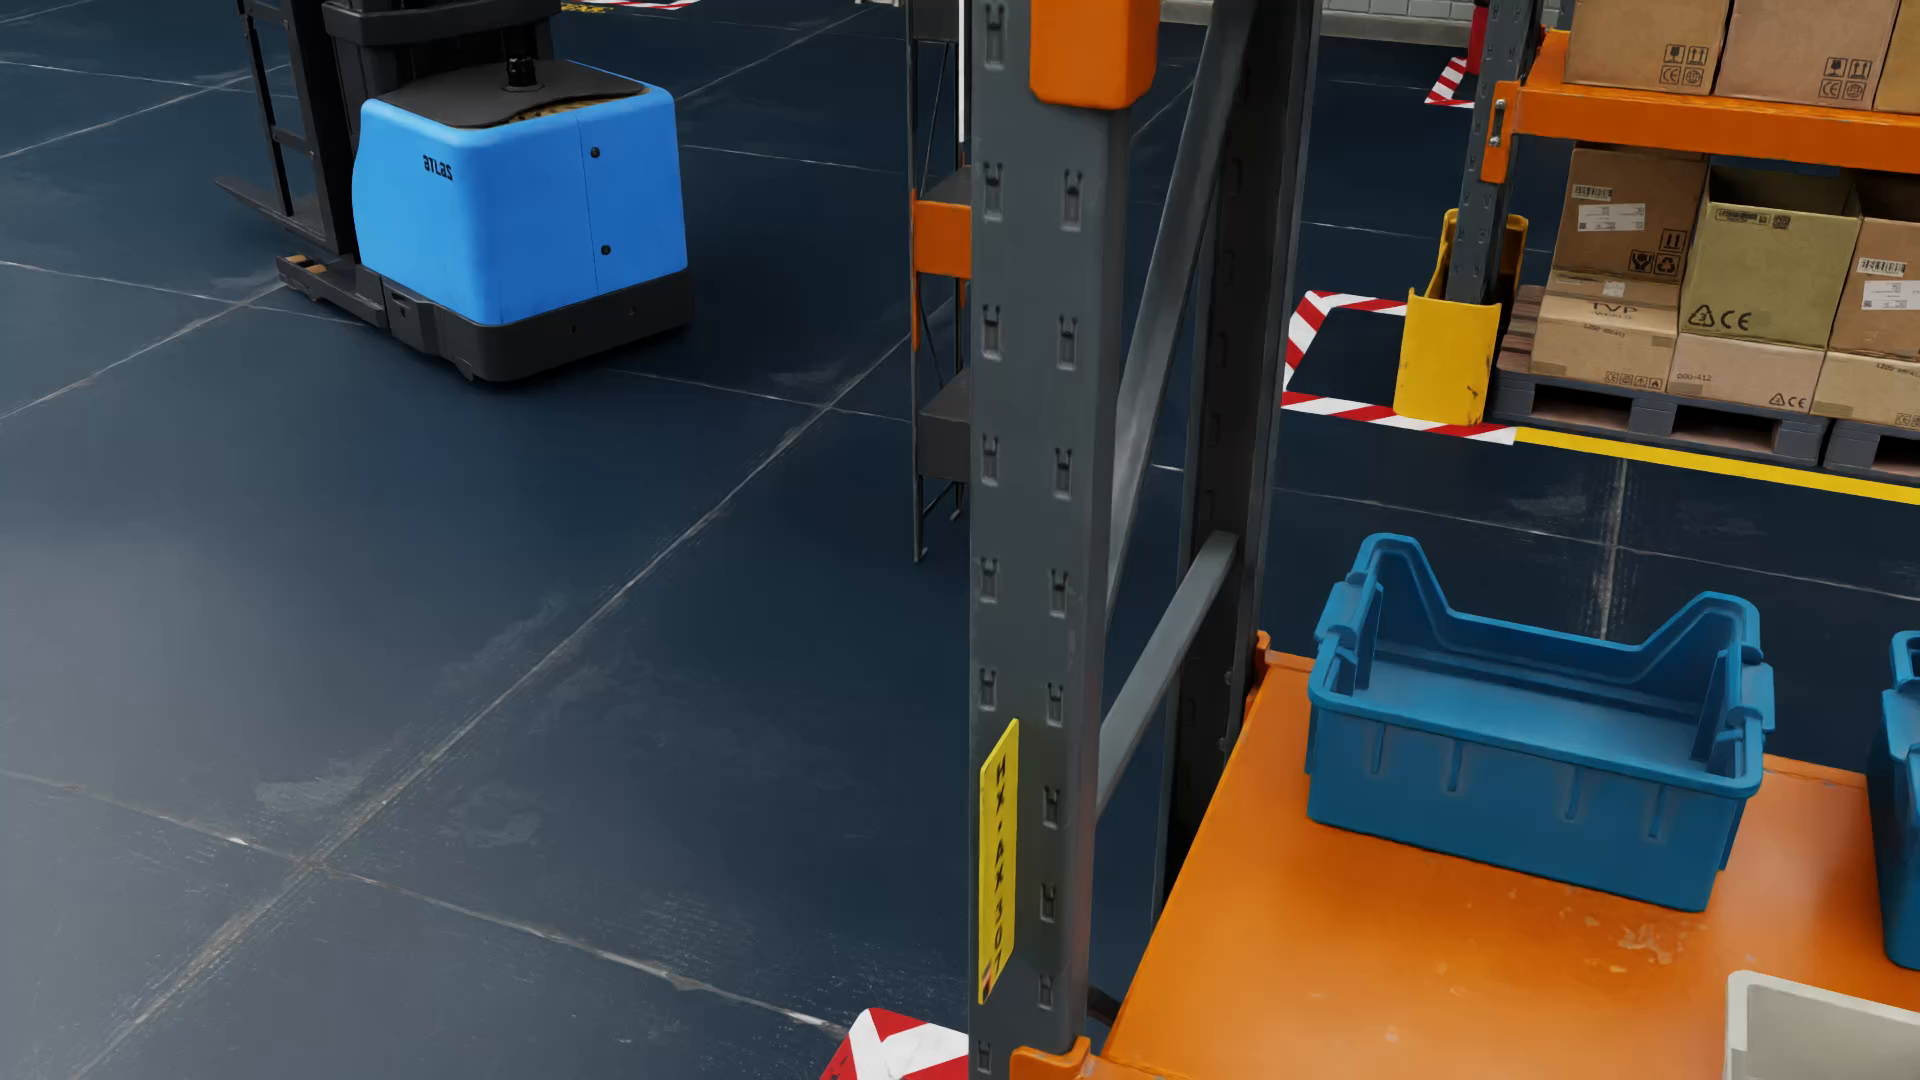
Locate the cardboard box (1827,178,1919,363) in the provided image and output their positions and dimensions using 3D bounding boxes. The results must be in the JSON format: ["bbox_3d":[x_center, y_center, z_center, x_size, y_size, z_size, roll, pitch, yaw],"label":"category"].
[{"bbox_3d":[3.463,-0.969,6.022,0.500,0.500,0.500,11,31,19],"label":"cardboard box"}]

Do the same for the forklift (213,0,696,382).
[{"bbox_3d":[-2.563,-2.541,7.268,1.130,2.935,3.031,-26,39,-38],"label":"forklift"}]

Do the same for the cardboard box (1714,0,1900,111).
[{"bbox_3d":[3.034,-1.892,5.948,0.500,0.500,0.700,12,32,20],"label":"cardboard box"}]

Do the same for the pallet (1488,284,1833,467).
[{"bbox_3d":[2.842,-0.700,6.774,1.213,0.211,1.003,11,31,19],"label":"pallet"}]

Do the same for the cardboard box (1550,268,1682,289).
[{"bbox_3d":[2.726,-1.057,6.940,0.500,0.250,0.500,11,31,19],"label":"cardboard box"}]

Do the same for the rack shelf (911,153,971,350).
[{"bbox_3d":[0.153,-0.872,5.186,0.480,0.518,0.431,11,31,19],"label":"rack shelf"}]

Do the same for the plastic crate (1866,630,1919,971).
[{"bbox_3d":[1.428,0.365,2.206,0.408,0.251,0.499,11,31,19],"label":"plastic crate"}]

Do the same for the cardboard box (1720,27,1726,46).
[{"bbox_3d":[4.584,-3.147,10.556,0.500,0.311,0.500,8,30,13],"label":"cardboard box"}]

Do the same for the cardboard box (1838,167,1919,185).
[{"bbox_3d":[3.659,-1.207,6.442,0.500,0.500,0.500,11,31,19],"label":"cardboard box"}]

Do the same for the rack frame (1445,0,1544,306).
[{"bbox_3d":[2.118,-2.036,6.304,0.127,3.000,1.000,11,31,19],"label":"rack frame"}]

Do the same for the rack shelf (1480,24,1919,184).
[{"bbox_3d":[3.971,-1.353,5.826,4.000,0.370,1.077,11,31,19],"label":"rack shelf"}]

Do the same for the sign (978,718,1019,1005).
[{"bbox_3d":[0.041,0.351,1.799,0.005,0.325,0.100,11,31,19],"label":"sign"}]

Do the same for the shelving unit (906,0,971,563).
[{"bbox_3d":[0.153,-0.883,5.179,0.503,2.100,0.431,11,31,19],"label":"shelving unit"}]

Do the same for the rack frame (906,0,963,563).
[{"bbox_3d":[-0.073,-0.929,5.259,0.015,2.100,0.400,11,31,19],"label":"rack frame"}]

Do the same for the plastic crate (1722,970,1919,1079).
[{"bbox_3d":[0.960,0.649,1.822,0.250,0.136,0.298,11,31,19],"label":"plastic crate"}]

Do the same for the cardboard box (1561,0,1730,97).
[{"bbox_3d":[2.546,-1.987,6.116,0.500,0.500,0.700,11,31,19],"label":"cardboard box"}]

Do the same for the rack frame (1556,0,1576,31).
[{"bbox_3d":[3.977,-4.295,10.301,0.127,3.000,1.000,11,31,19],"label":"rack frame"}]

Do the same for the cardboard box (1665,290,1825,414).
[{"bbox_3d":[2.996,-0.730,6.362,0.500,0.250,0.500,11,31,19],"label":"cardboard box"}]

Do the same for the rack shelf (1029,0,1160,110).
[{"bbox_3d":[2.105,-0.401,1.094,4.000,0.370,1.077,11,31,19],"label":"rack shelf"}]

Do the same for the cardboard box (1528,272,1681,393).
[{"bbox_3d":[2.531,-0.821,6.522,0.500,0.250,0.500,11,31,19],"label":"cardboard box"}]

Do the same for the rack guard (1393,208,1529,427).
[{"bbox_3d":[2.096,-0.952,6.927,0.348,0.500,1.175,11,31,19],"label":"rack guard"}]

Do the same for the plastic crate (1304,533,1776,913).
[{"bbox_3d":[0.828,0.243,2.423,0.616,0.251,0.499,11,31,19],"label":"plastic crate"}]

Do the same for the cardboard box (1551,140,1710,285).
[{"bbox_3d":[2.727,-1.385,6.757,0.500,0.500,0.500,11,31,19],"label":"cardboard box"}]

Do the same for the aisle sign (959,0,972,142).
[{"bbox_3d":[0.075,-0.790,1.457,0.004,0.787,0.394,11,31,19],"label":"aisle sign"}]

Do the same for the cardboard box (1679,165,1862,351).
[{"bbox_3d":[2.995,-1.056,6.176,0.500,0.500,0.500,11,31,19],"label":"cardboard box"}]

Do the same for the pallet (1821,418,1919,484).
[{"bbox_3d":[3.969,-0.473,6.373,1.213,0.211,1.003,11,31,19],"label":"pallet"}]

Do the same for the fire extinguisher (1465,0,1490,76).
[{"bbox_3d":[2.183,-2.236,6.736,0.183,0.674,0.296,11,31,19],"label":"fire extinguisher"}]

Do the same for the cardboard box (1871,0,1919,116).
[{"bbox_3d":[3.492,-1.798,5.781,0.500,0.500,0.700,12,31,19],"label":"cardboard box"}]

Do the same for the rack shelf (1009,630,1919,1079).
[{"bbox_3d":[2.105,0.905,1.832,4.000,0.370,1.077,11,31,19],"label":"rack shelf"}]

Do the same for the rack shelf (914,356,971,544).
[{"bbox_3d":[0.153,-0.262,5.530,0.480,0.518,0.431,11,31,19],"label":"rack shelf"}]

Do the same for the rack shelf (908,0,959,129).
[{"bbox_3d":[0.153,-1.481,4.841,0.480,0.518,0.431,11,31,19],"label":"rack shelf"}]

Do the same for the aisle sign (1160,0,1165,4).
[{"bbox_3d":[0.297,-1.059,1.933,0.004,0.787,0.394,11,31,19],"label":"aisle sign"}]

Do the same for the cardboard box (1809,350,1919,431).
[{"bbox_3d":[3.459,-0.638,6.197,0.500,0.250,0.500,11,31,19],"label":"cardboard box"}]

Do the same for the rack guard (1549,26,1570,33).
[{"bbox_3d":[4.047,-3.193,10.891,0.348,0.500,1.175,11,31,19],"label":"rack guard"}]

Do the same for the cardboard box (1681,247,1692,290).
[{"bbox_3d":[3.194,-0.970,6.786,0.500,0.250,0.500,11,31,19],"label":"cardboard box"}]
